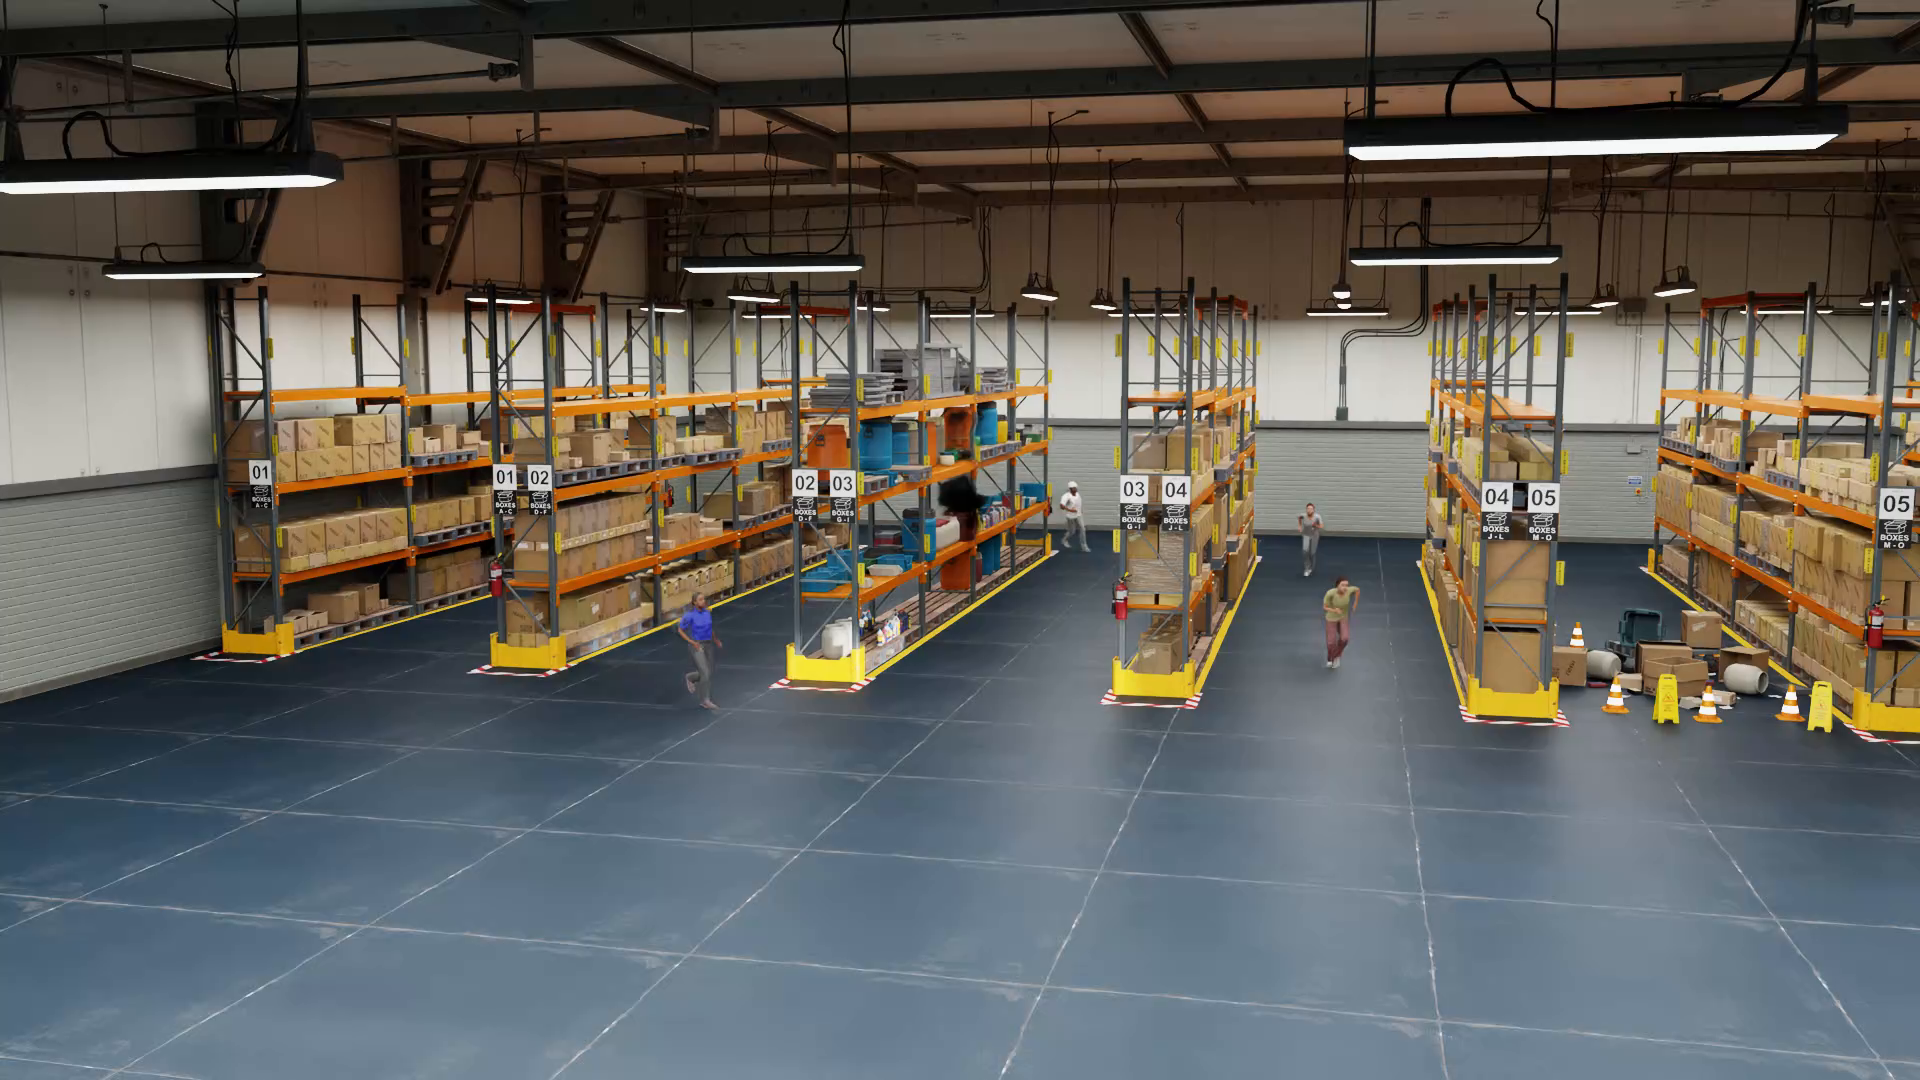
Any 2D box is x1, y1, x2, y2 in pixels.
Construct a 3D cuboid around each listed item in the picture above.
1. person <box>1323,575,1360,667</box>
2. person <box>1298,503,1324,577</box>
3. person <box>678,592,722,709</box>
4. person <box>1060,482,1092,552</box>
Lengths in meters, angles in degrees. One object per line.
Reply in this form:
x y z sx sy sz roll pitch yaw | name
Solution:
5.924 1.269 25.916 0.611 1.511 0.878 0 7 -1 | person
7.715 -0.016 36.614 0.560 1.632 0.897 2 7 13 | person
-3.678 1.543 23.354 0.653 1.619 0.576 5 8 39 | person
2.750 -0.580 41.101 0.732 1.747 0.930 -6 9 -41 | person
